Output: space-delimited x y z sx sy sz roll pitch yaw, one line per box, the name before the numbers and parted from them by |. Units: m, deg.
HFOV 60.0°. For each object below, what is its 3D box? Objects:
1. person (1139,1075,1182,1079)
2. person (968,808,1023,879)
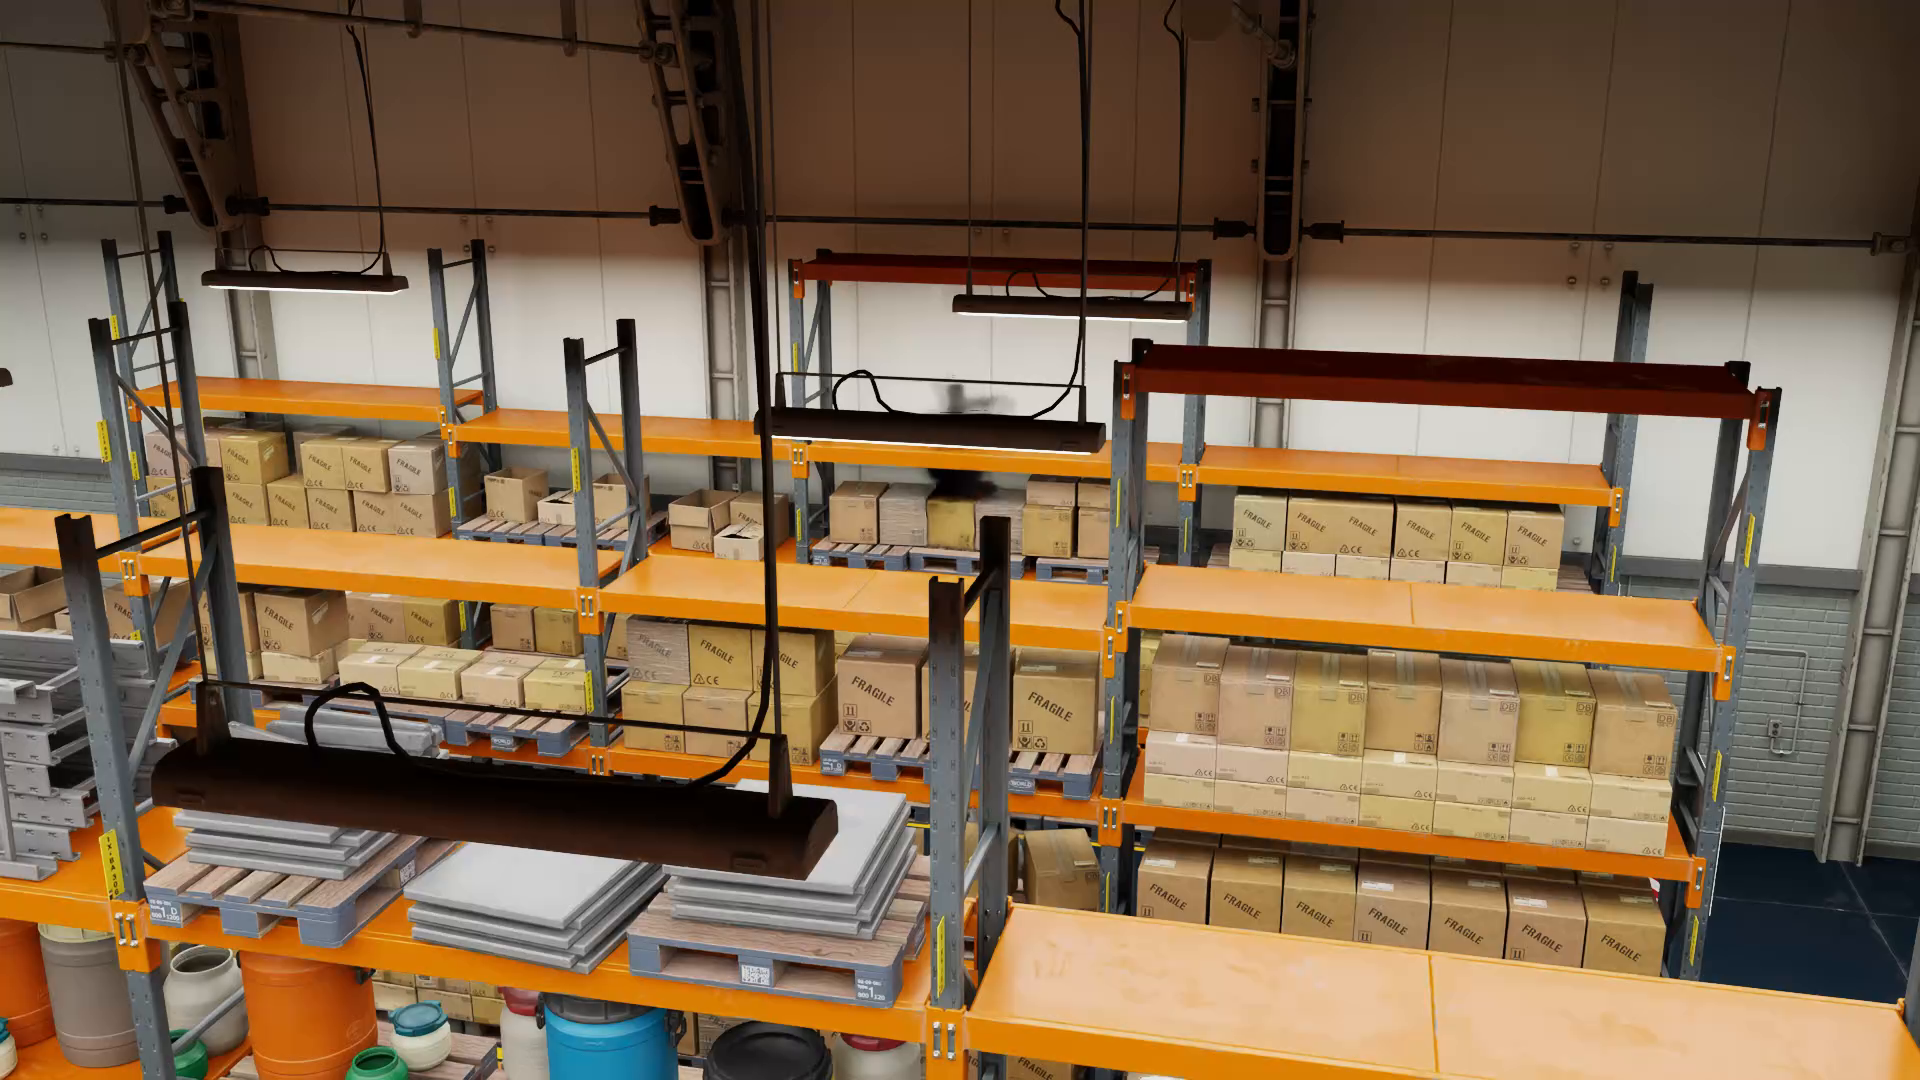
person | 1.252 4.224 10.811 0.720 1.787 0.670 -1 16 -4
person | 0.257 2.495 15.704 0.867 1.840 0.659 1 16 3
